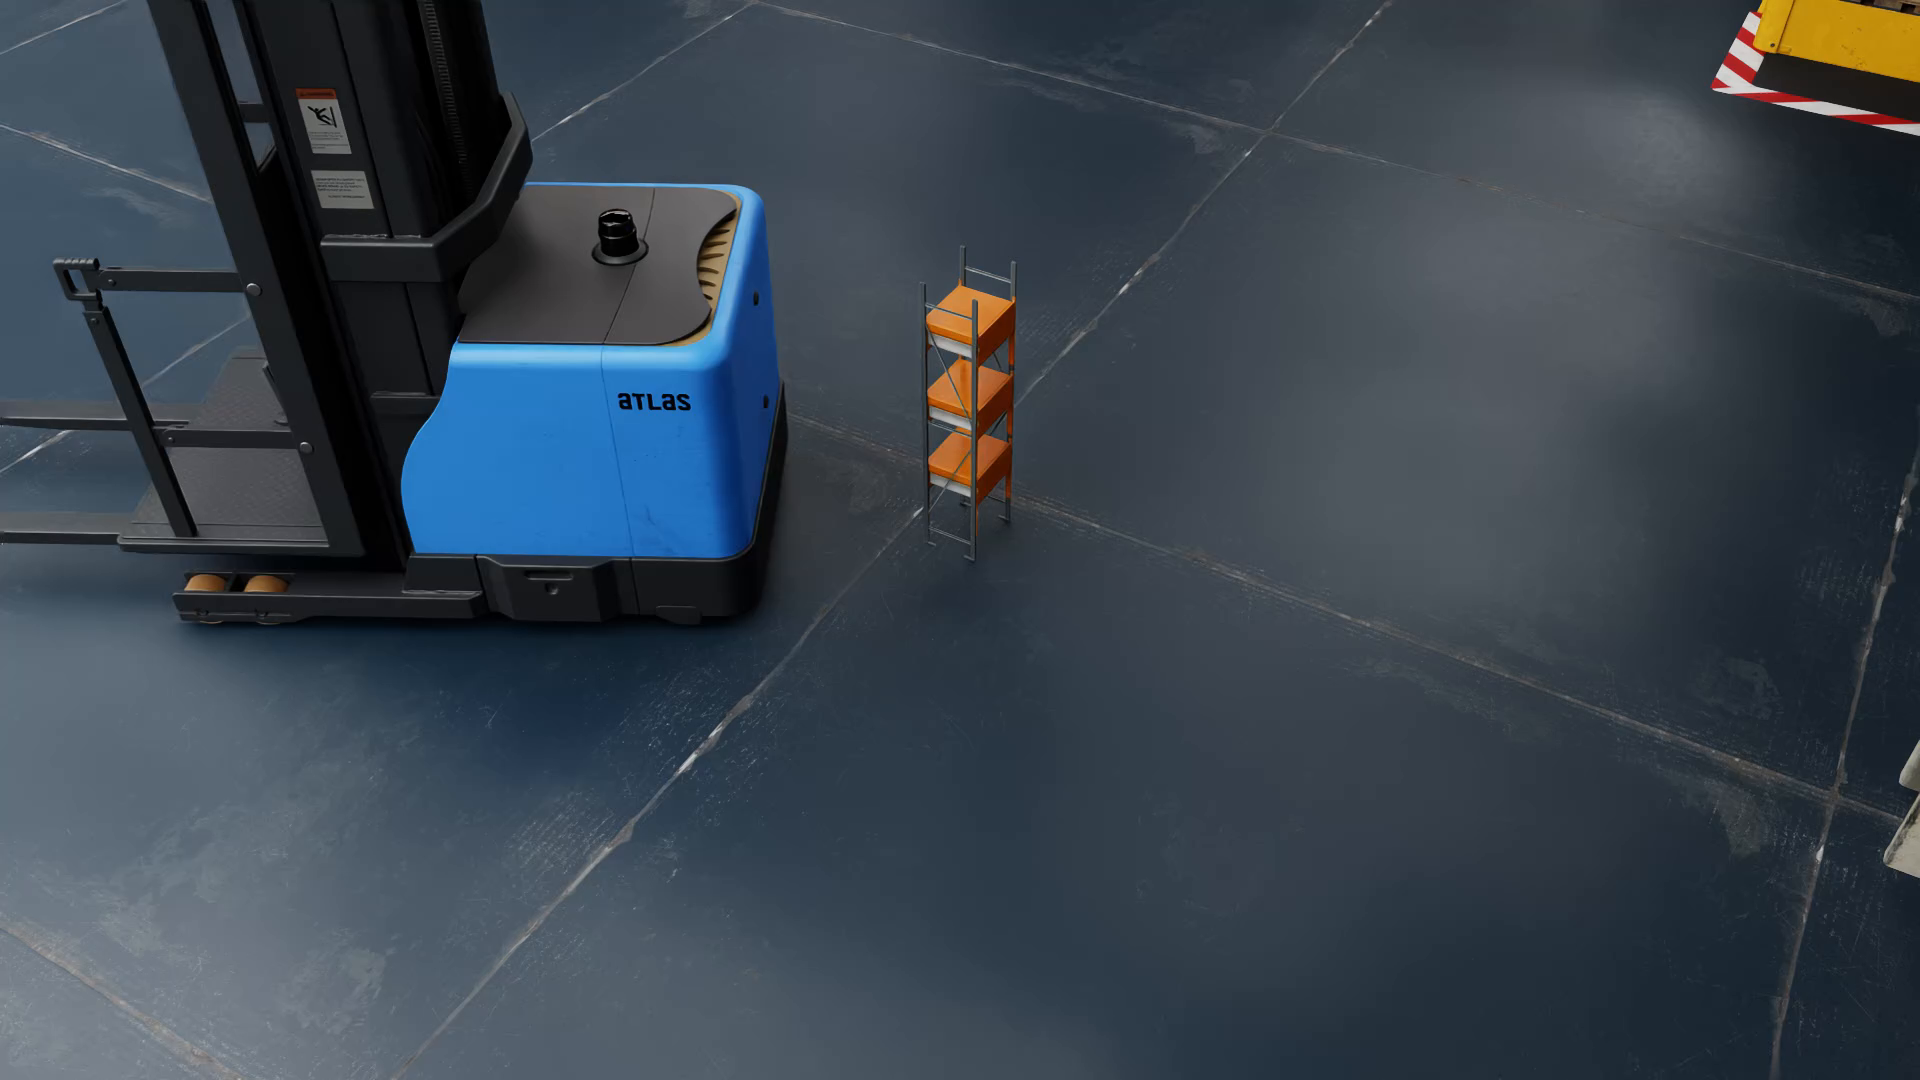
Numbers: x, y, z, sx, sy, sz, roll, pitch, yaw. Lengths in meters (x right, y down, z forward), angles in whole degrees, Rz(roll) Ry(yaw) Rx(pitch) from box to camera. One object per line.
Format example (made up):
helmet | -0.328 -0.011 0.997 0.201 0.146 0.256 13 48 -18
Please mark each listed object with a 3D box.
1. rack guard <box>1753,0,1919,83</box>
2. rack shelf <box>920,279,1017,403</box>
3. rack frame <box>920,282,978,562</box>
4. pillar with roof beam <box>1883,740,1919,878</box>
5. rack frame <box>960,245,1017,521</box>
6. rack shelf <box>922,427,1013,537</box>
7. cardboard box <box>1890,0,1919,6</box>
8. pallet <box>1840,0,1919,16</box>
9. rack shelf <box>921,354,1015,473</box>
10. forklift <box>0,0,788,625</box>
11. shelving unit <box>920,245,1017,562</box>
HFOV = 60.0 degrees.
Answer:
rack guard | 4.708 -2.652 8.383 1.175 0.500 0.348 21 45 22
rack shelf | 0.027 -0.630 5.257 0.215 0.259 0.240 21 45 22
rack frame | -0.034 -0.355 5.359 0.200 1.050 0.008 21 45 22
pillar with roof beam | -0.881 -3.946 3.422 9.100 9.000 0.400 21 45 22
rack frame | 0.088 -0.494 5.517 0.200 1.050 0.008 21 45 22
rack shelf | 0.027 -0.208 5.628 0.215 0.259 0.240 21 45 22
cardboard box | 5.135 -2.946 8.588 0.500 0.250 0.500 21 46 22
pallet | 5.066 -3.009 9.007 1.003 0.211 1.213 21 45 22
rack shelf | 0.027 -0.417 5.445 0.215 0.259 0.240 21 45 22
forklift | -2.153 -1.171 4.862 3.031 2.935 1.130 1 41 1
shelving unit | 0.027 -0.425 5.438 0.215 1.050 0.252 21 45 22
